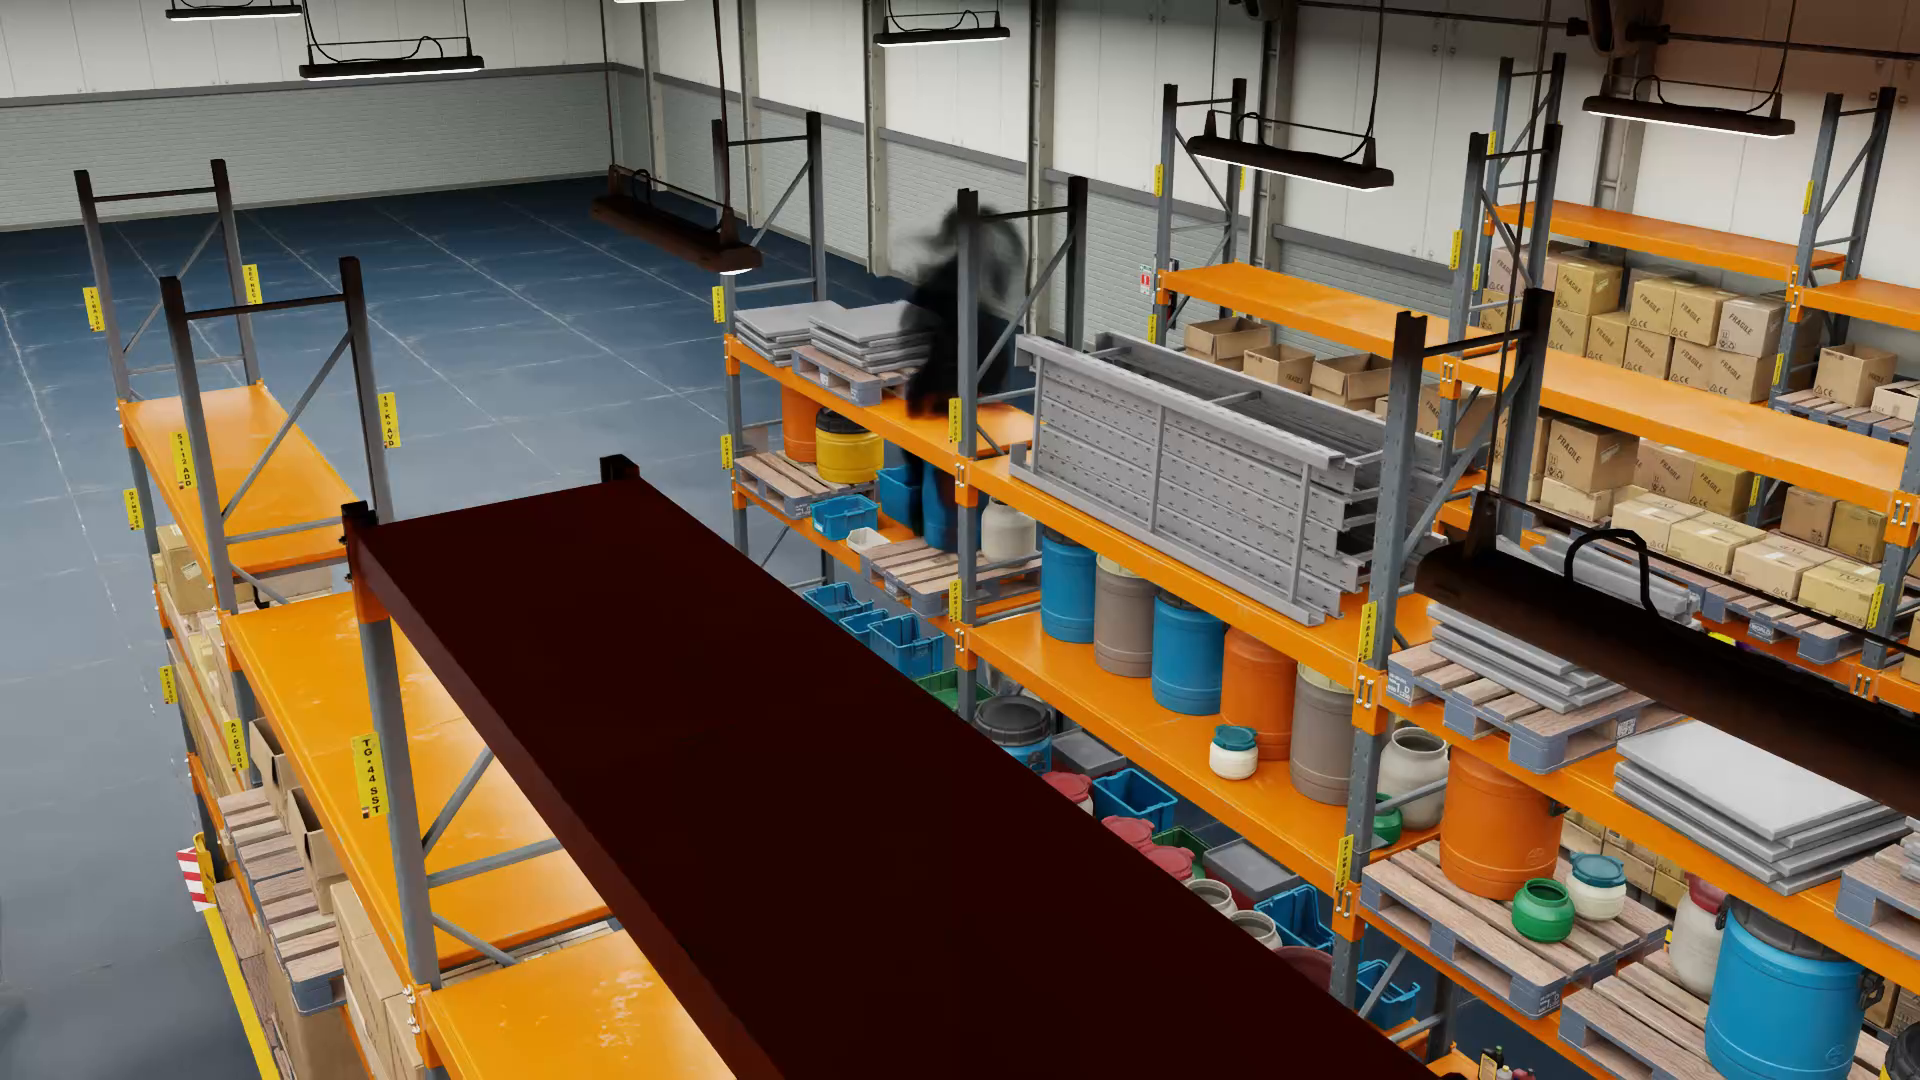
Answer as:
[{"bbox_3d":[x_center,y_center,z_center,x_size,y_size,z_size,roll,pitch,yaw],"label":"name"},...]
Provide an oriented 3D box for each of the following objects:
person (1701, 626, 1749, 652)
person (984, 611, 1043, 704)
[{"bbox_3d":[6.942,1.414,15.480,0.705,1.766,0.888,-16,27,-34],"label":"person"},{"bbox_3d":[0.476,1.011,16.648,0.950,1.814,0.715,15,26,32],"label":"person"}]
